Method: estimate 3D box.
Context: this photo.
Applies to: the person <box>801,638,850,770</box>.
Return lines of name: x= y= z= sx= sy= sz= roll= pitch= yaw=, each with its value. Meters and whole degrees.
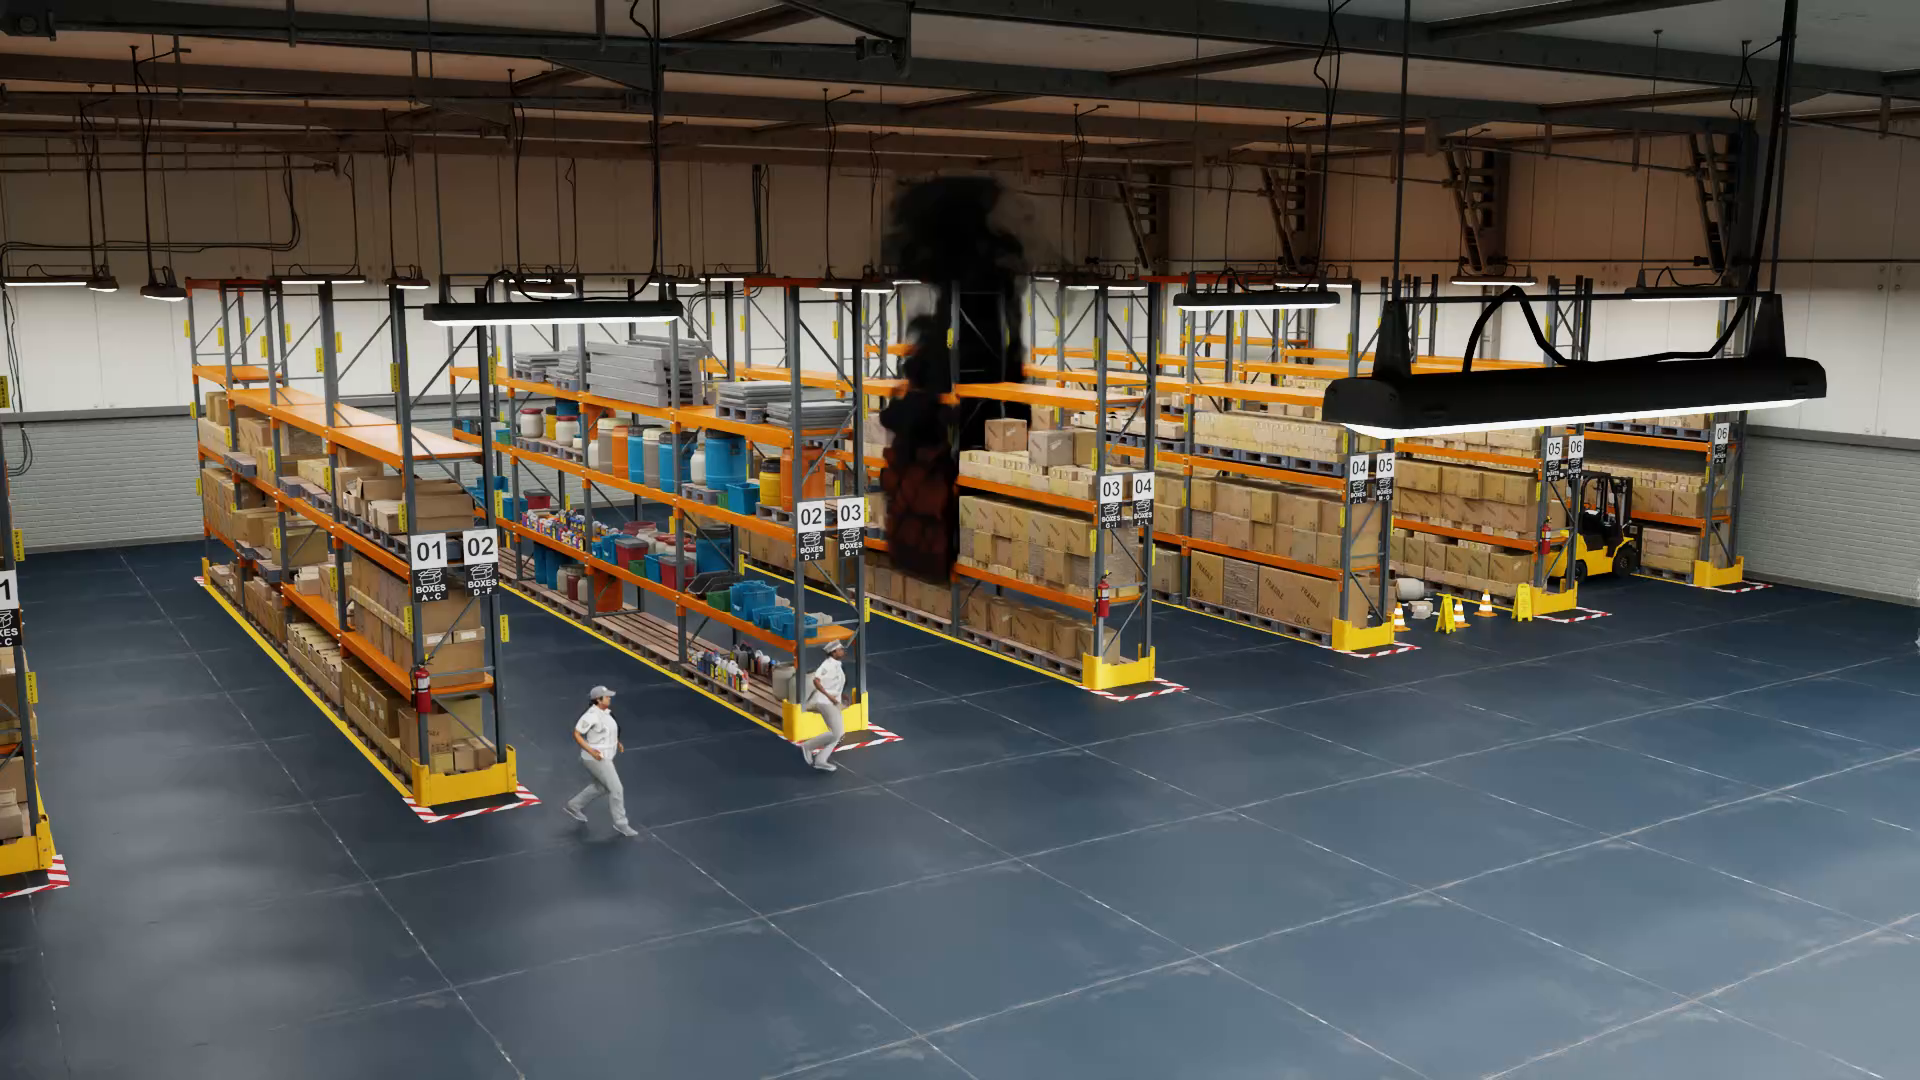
person: x=-1.675 y=2.051 z=20.988 sx=0.566 sy=1.611 sz=0.650 roll=2 pitch=10 yaw=10

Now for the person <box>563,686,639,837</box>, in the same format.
person: x=-4.024 y=2.453 z=18.547 sx=0.905 sy=1.690 sz=0.624 roll=1 pitch=10 yaw=5

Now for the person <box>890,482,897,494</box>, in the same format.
person: x=-1.573 y=-1.503 z=42.115 sx=0.517 sy=1.584 sz=0.599 roll=3 pitch=10 yaw=16
